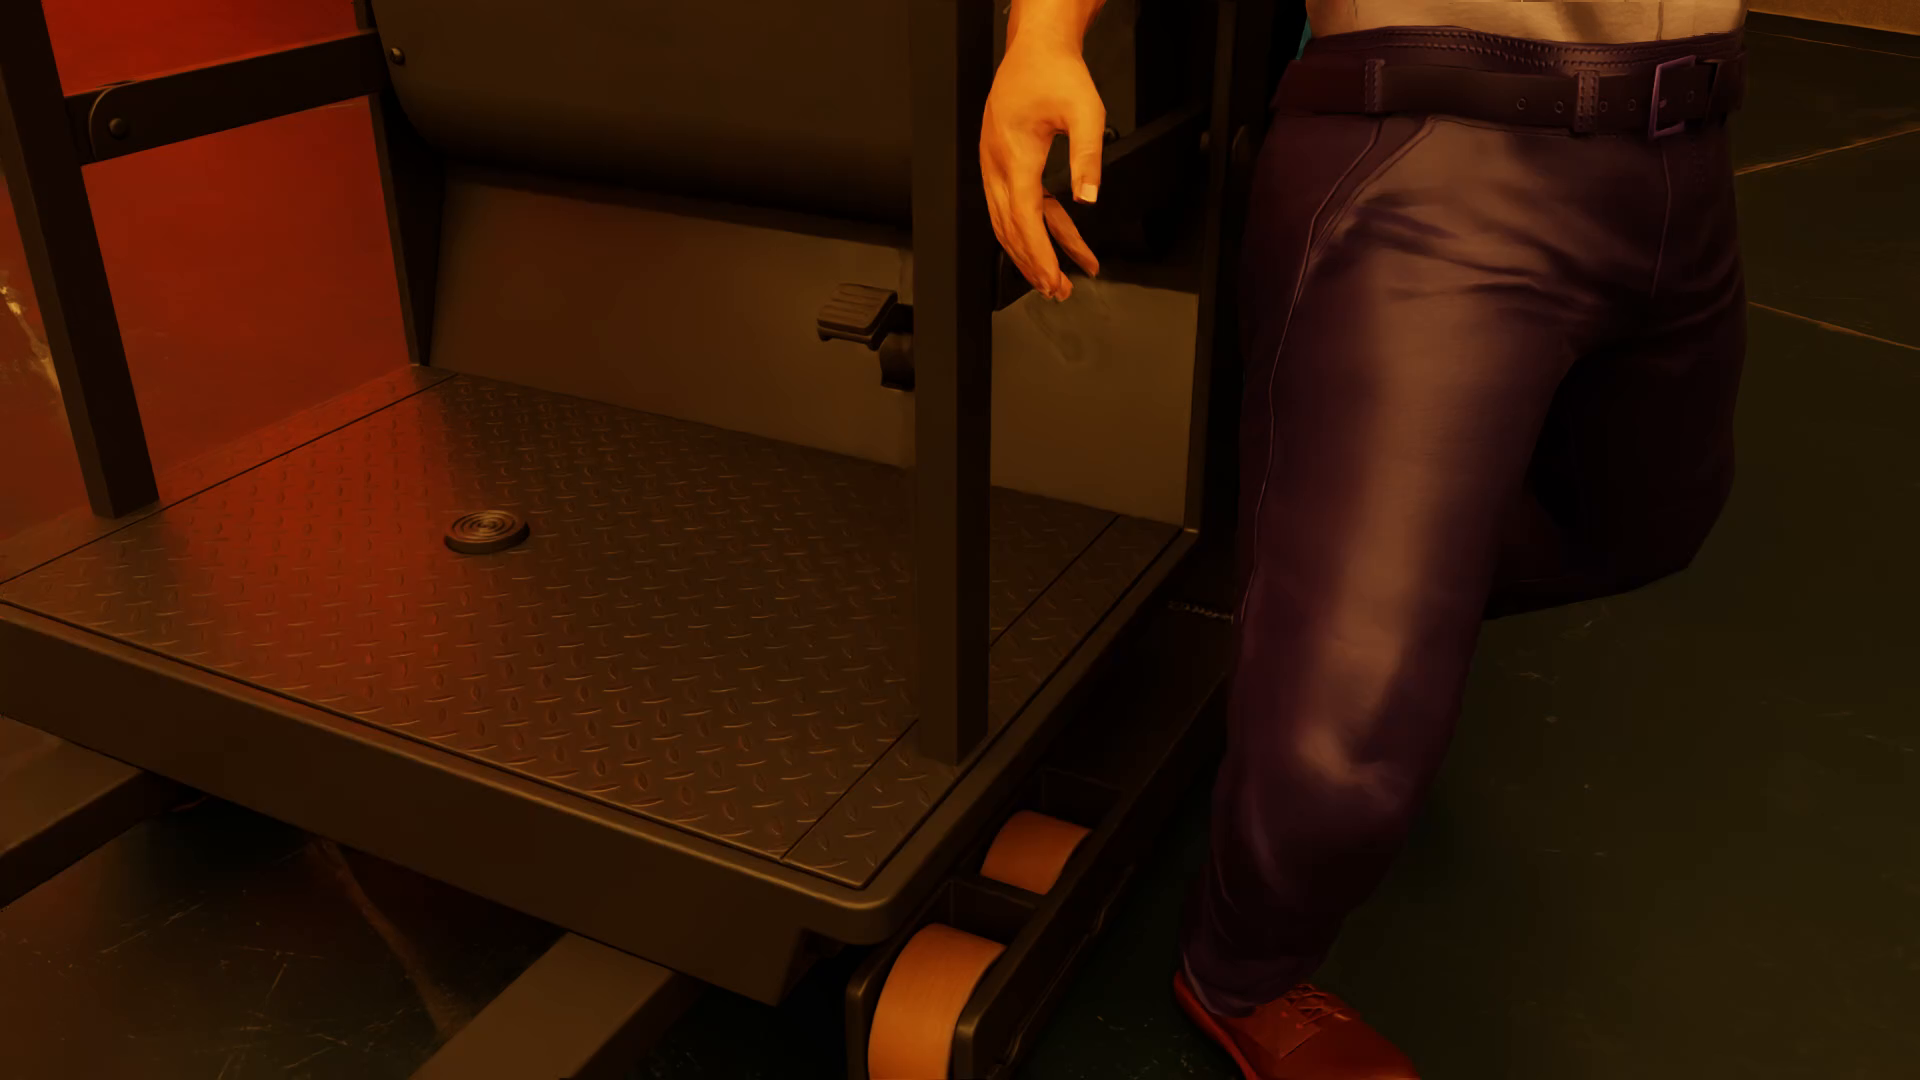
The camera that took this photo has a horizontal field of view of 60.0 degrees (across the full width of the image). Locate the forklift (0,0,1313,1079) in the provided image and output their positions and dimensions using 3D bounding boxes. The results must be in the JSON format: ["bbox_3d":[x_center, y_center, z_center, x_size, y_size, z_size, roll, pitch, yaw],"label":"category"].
[{"bbox_3d":[-0.325,-1.027,1.278,1.130,2.935,3.031,13,29,24],"label":"forklift"}]

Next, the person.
[{"bbox_3d":[0.340,-0.230,1.297,0.896,1.433,0.787,-20,33,-34],"label":"person"}]
